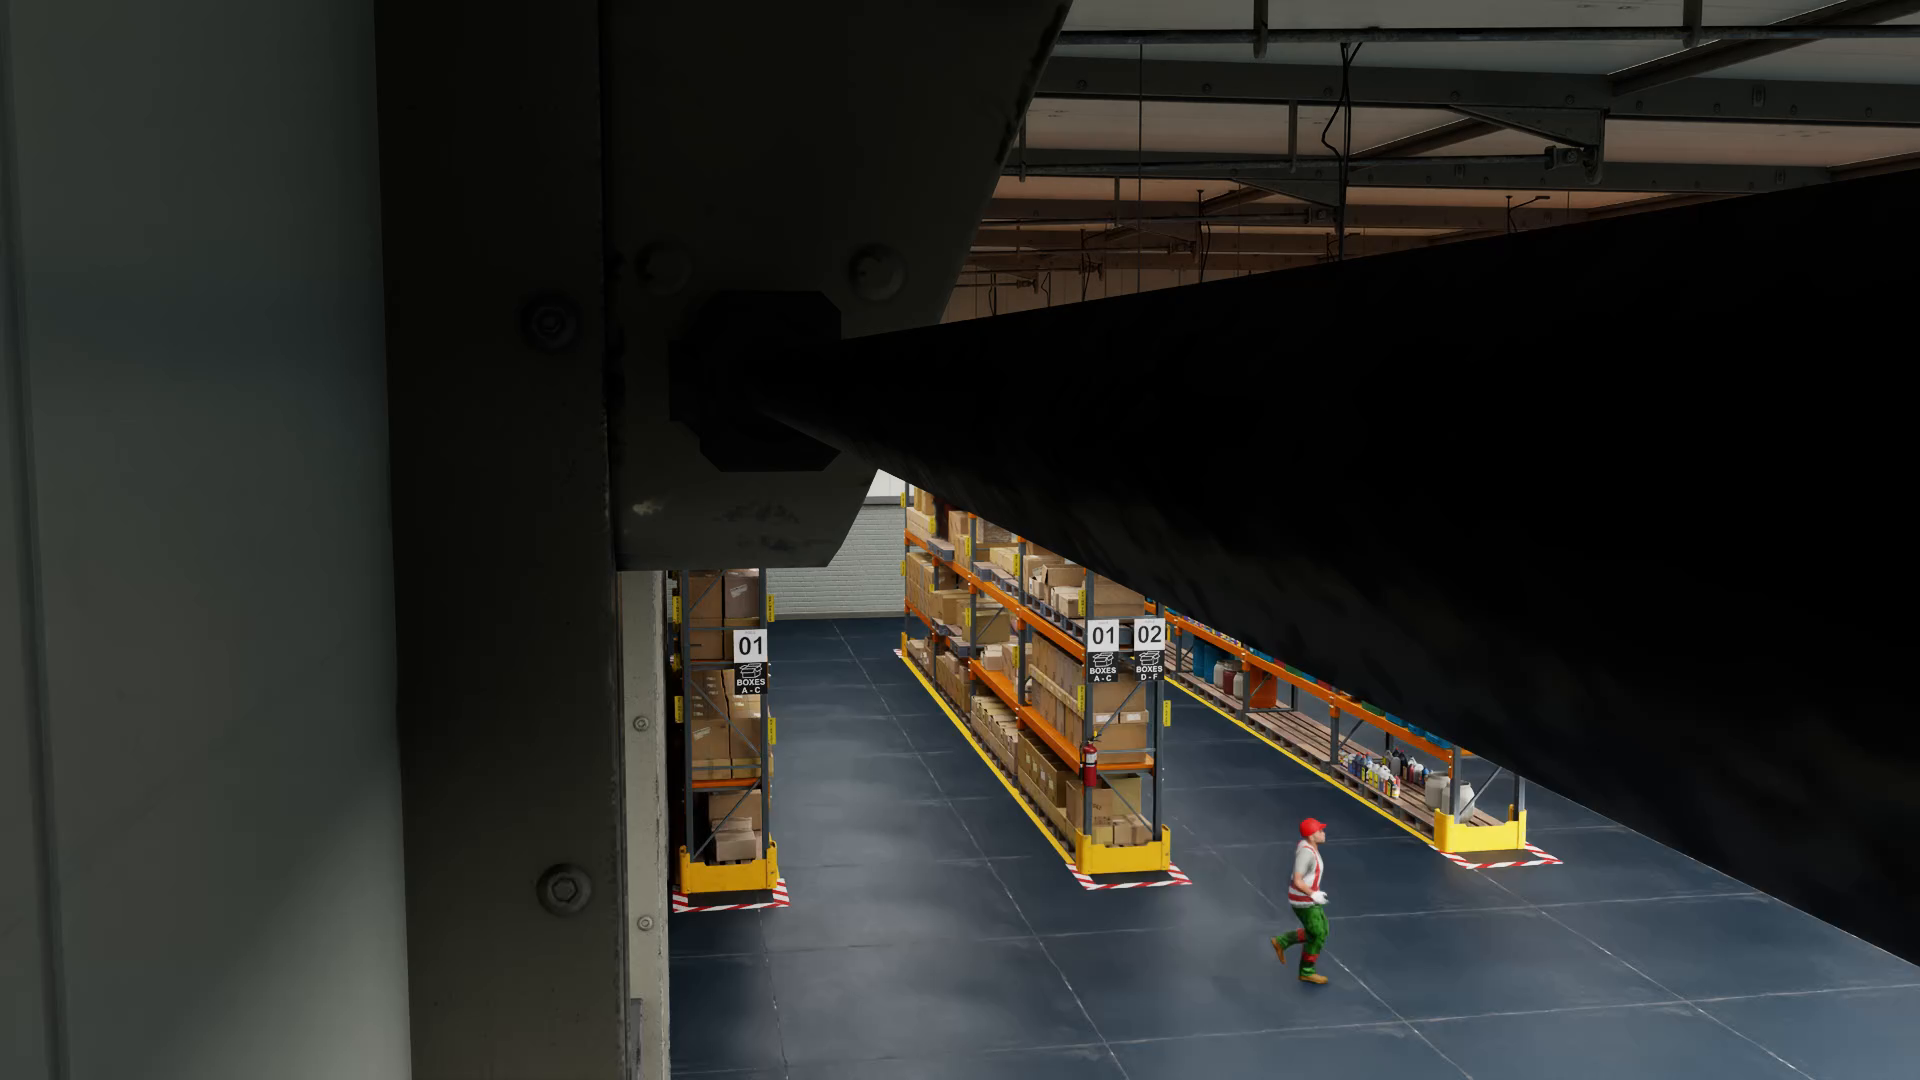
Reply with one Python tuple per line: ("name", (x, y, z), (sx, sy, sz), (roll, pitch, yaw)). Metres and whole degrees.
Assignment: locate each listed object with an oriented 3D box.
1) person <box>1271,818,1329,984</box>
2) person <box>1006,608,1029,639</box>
("person", (3.495, 3.702, 17.091), (0.593, 1.740, 0.678), (2, 6, 16))
("person", (1.207, 1.740, 36.307), (0.588, 1.503, 0.621), (-2, 6, -16))
